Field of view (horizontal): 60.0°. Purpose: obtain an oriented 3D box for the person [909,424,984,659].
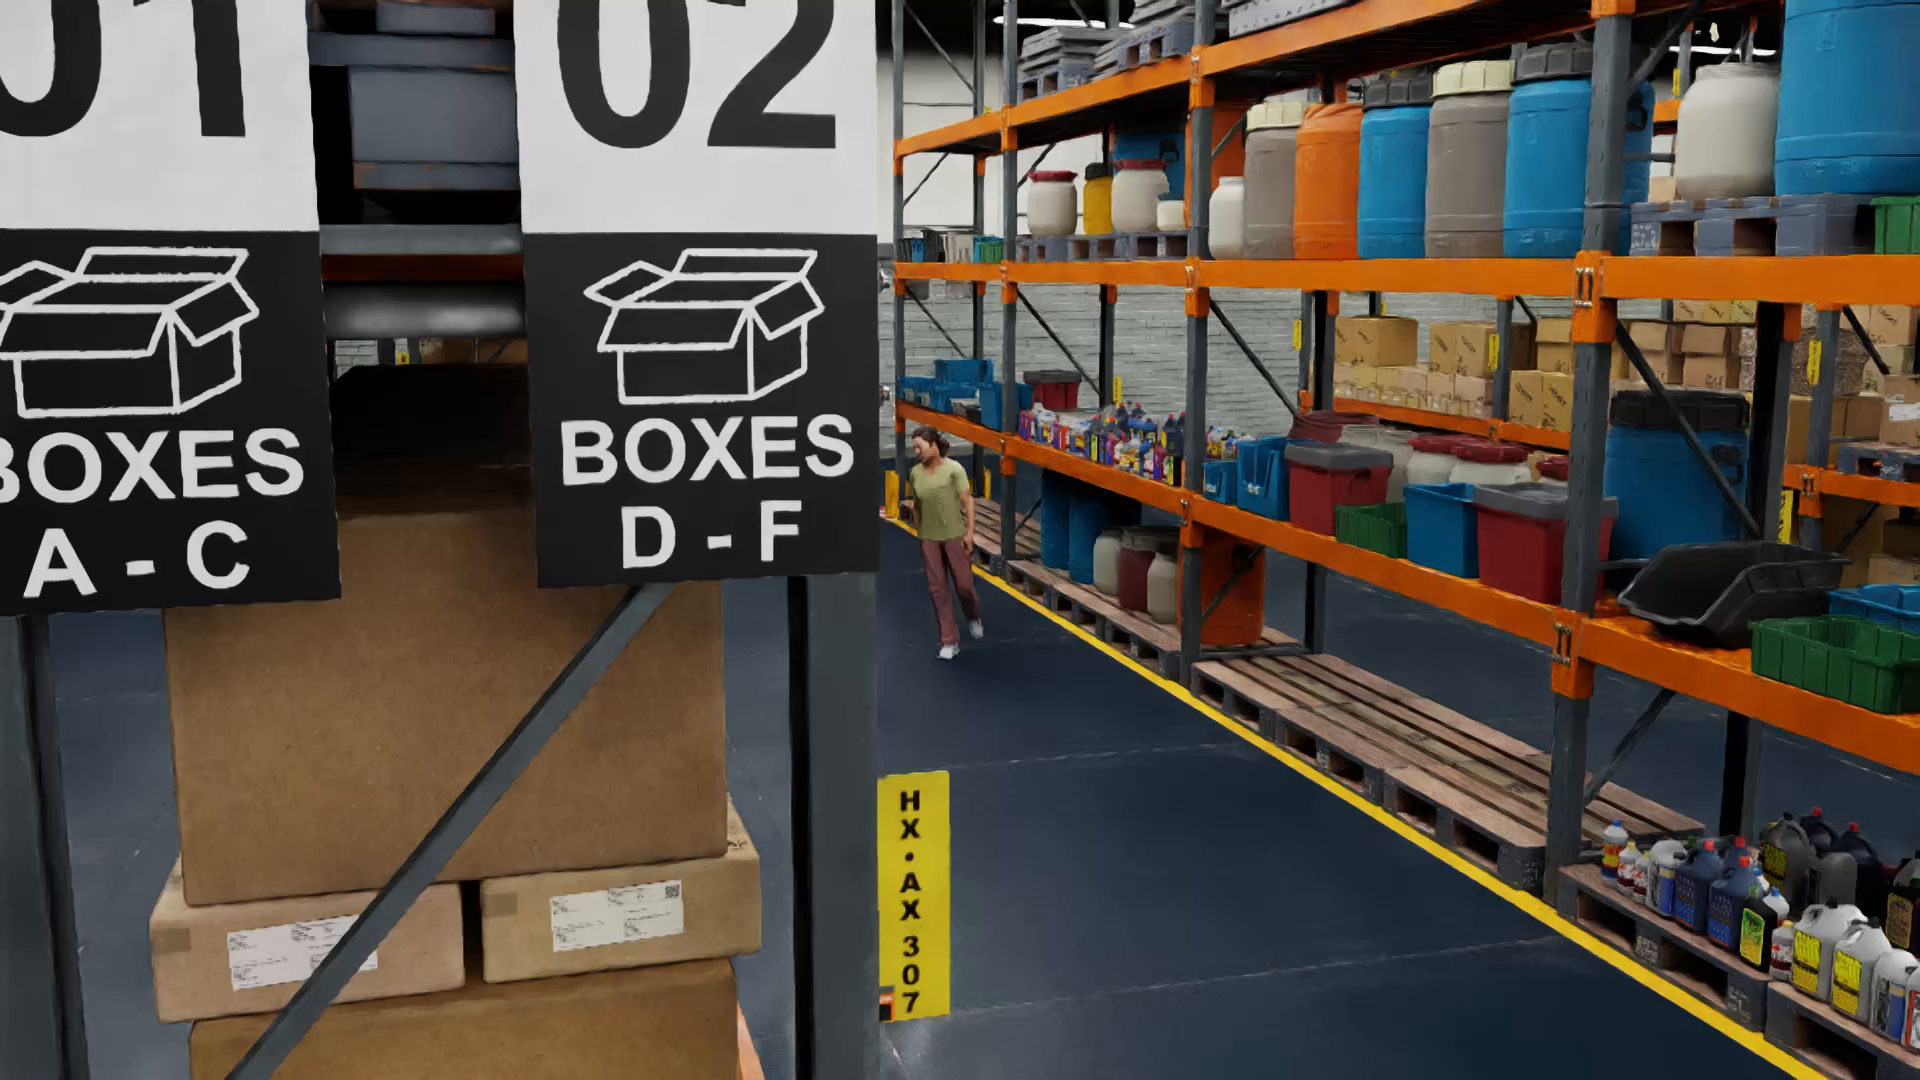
[{"bbox_3d":[-0.112,0.104,11.978,0.498,1.413,0.677,2,10,14],"label":"person"}]
